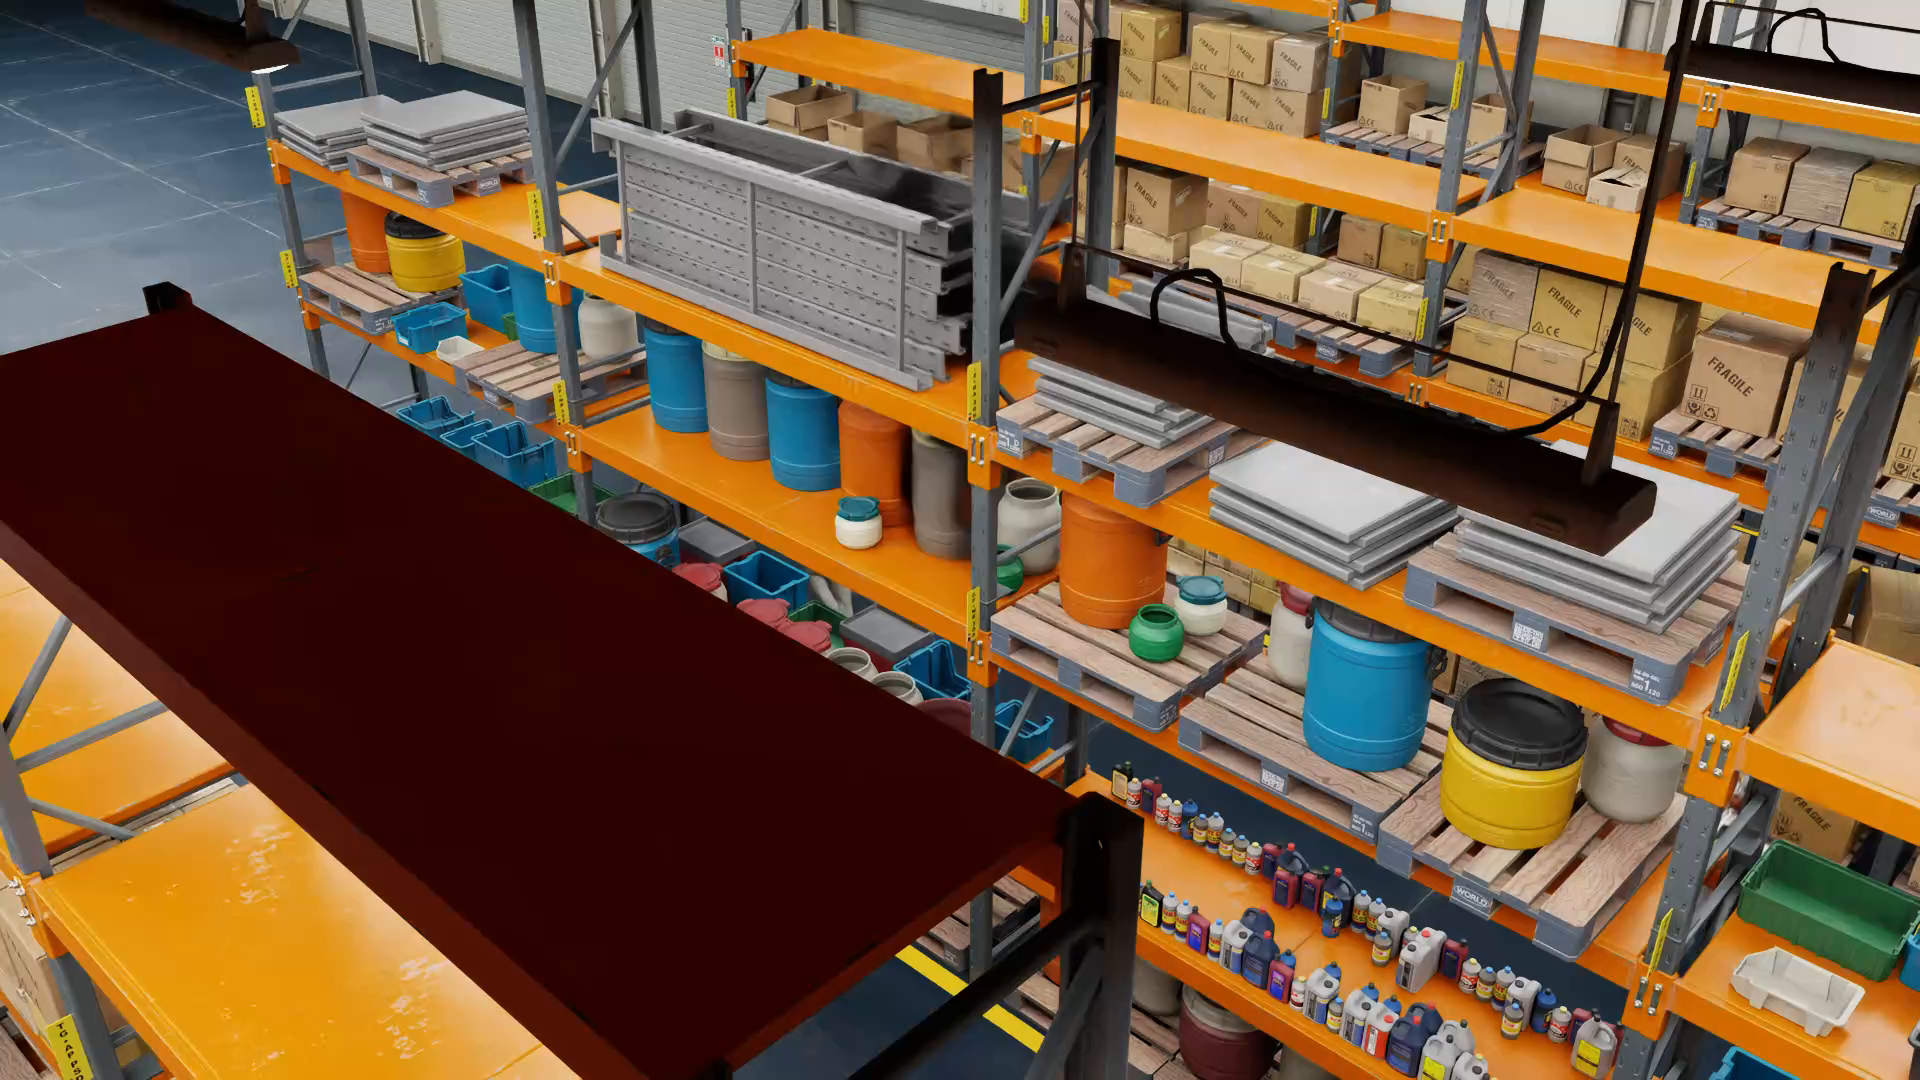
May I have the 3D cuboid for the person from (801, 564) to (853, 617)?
[{"bbox_3d":[-1.142,0.007,14.002,0.639,1.664,0.531,-25,38,-37],"label":"person"}]

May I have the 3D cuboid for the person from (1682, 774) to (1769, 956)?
[{"bbox_3d":[4.862,2.203,10.570,0.871,1.712,0.570,18,34,29],"label":"person"}]
